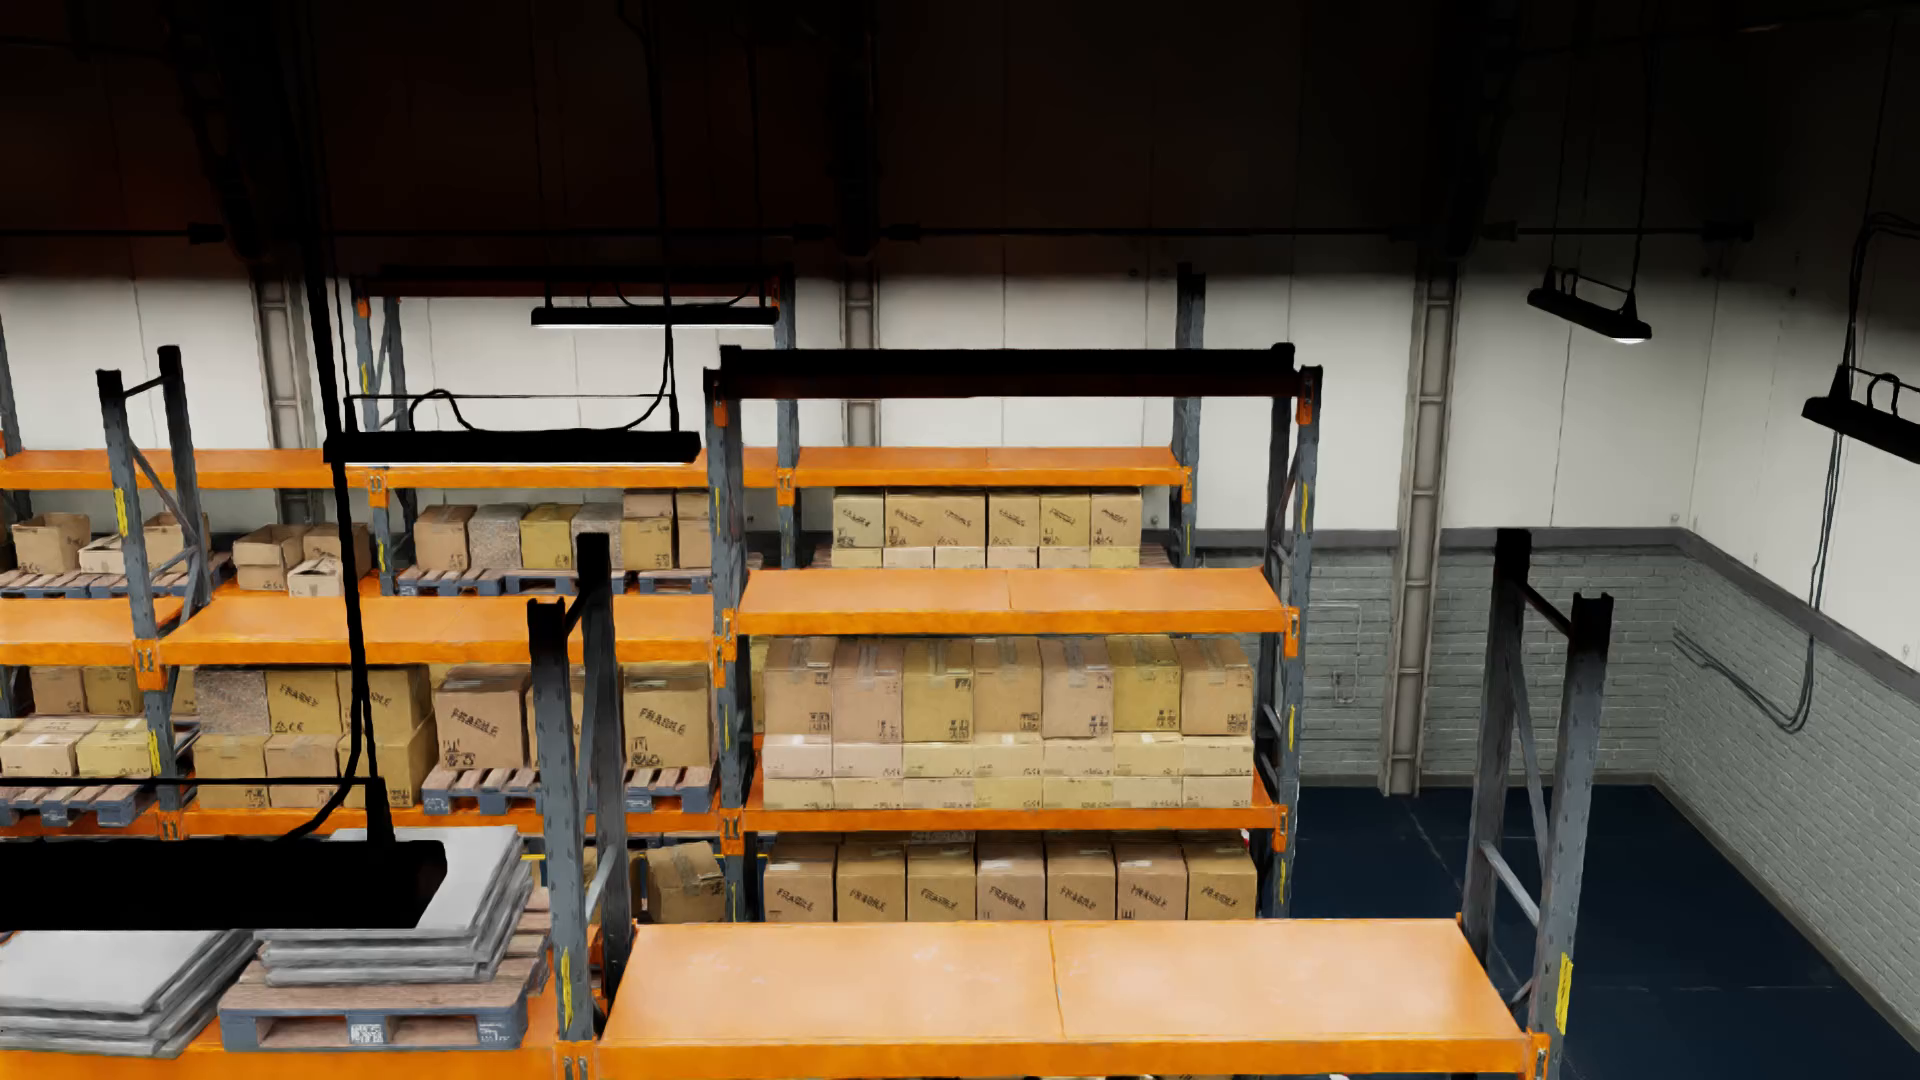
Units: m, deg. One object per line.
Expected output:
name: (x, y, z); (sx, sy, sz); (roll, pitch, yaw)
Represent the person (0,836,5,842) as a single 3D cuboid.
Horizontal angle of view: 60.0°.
person: (-9.231, 2.887, 15.737); (0.811, 1.608, 0.630); (-5, 17, -17)
